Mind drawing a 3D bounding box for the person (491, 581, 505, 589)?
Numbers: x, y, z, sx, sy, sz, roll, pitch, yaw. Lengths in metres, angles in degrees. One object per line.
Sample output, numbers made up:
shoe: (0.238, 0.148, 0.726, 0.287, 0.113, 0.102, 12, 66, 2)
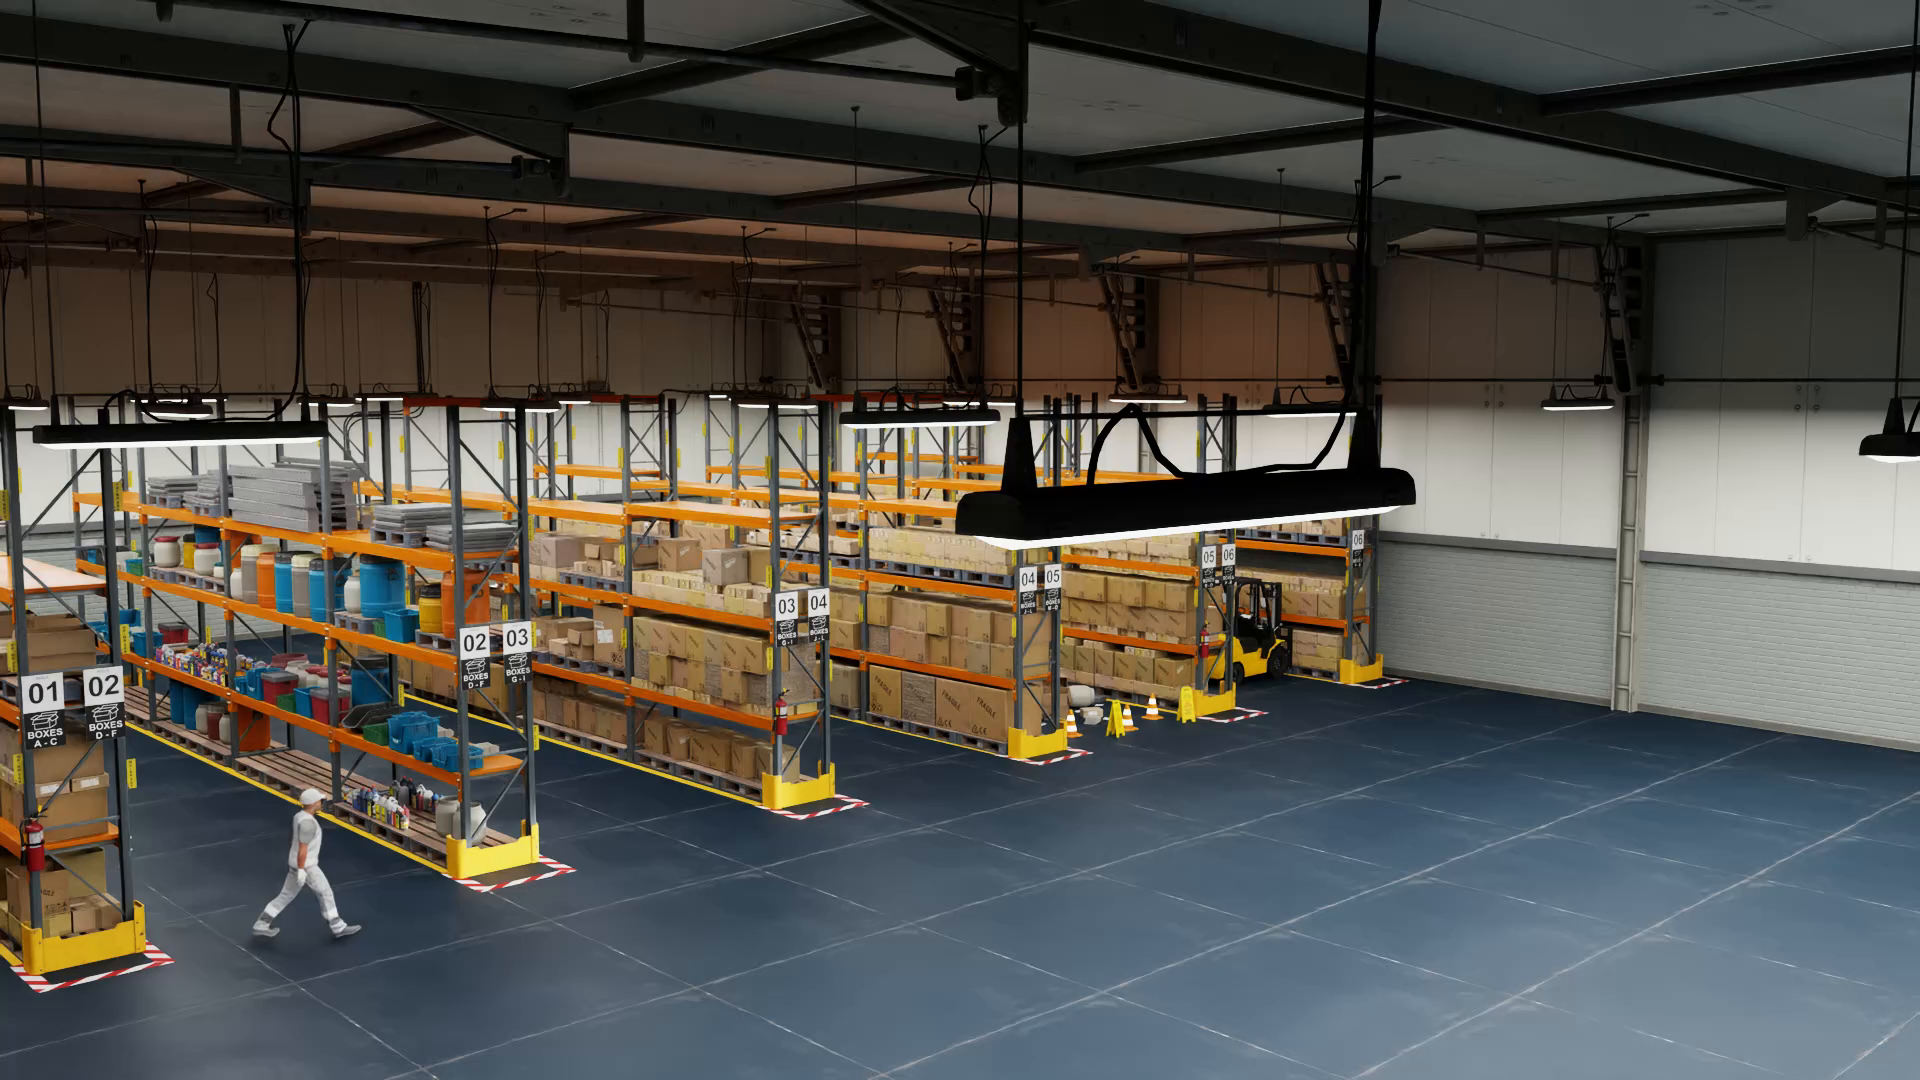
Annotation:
person: (-10.803, 1.672, 38.879, 0.596, 1.769, 0.704, -3, 6, -29)

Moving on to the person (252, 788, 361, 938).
person: (-7.401, 3.664, 18.761, 1.143, 1.729, 0.569, -3, 6, -25)
